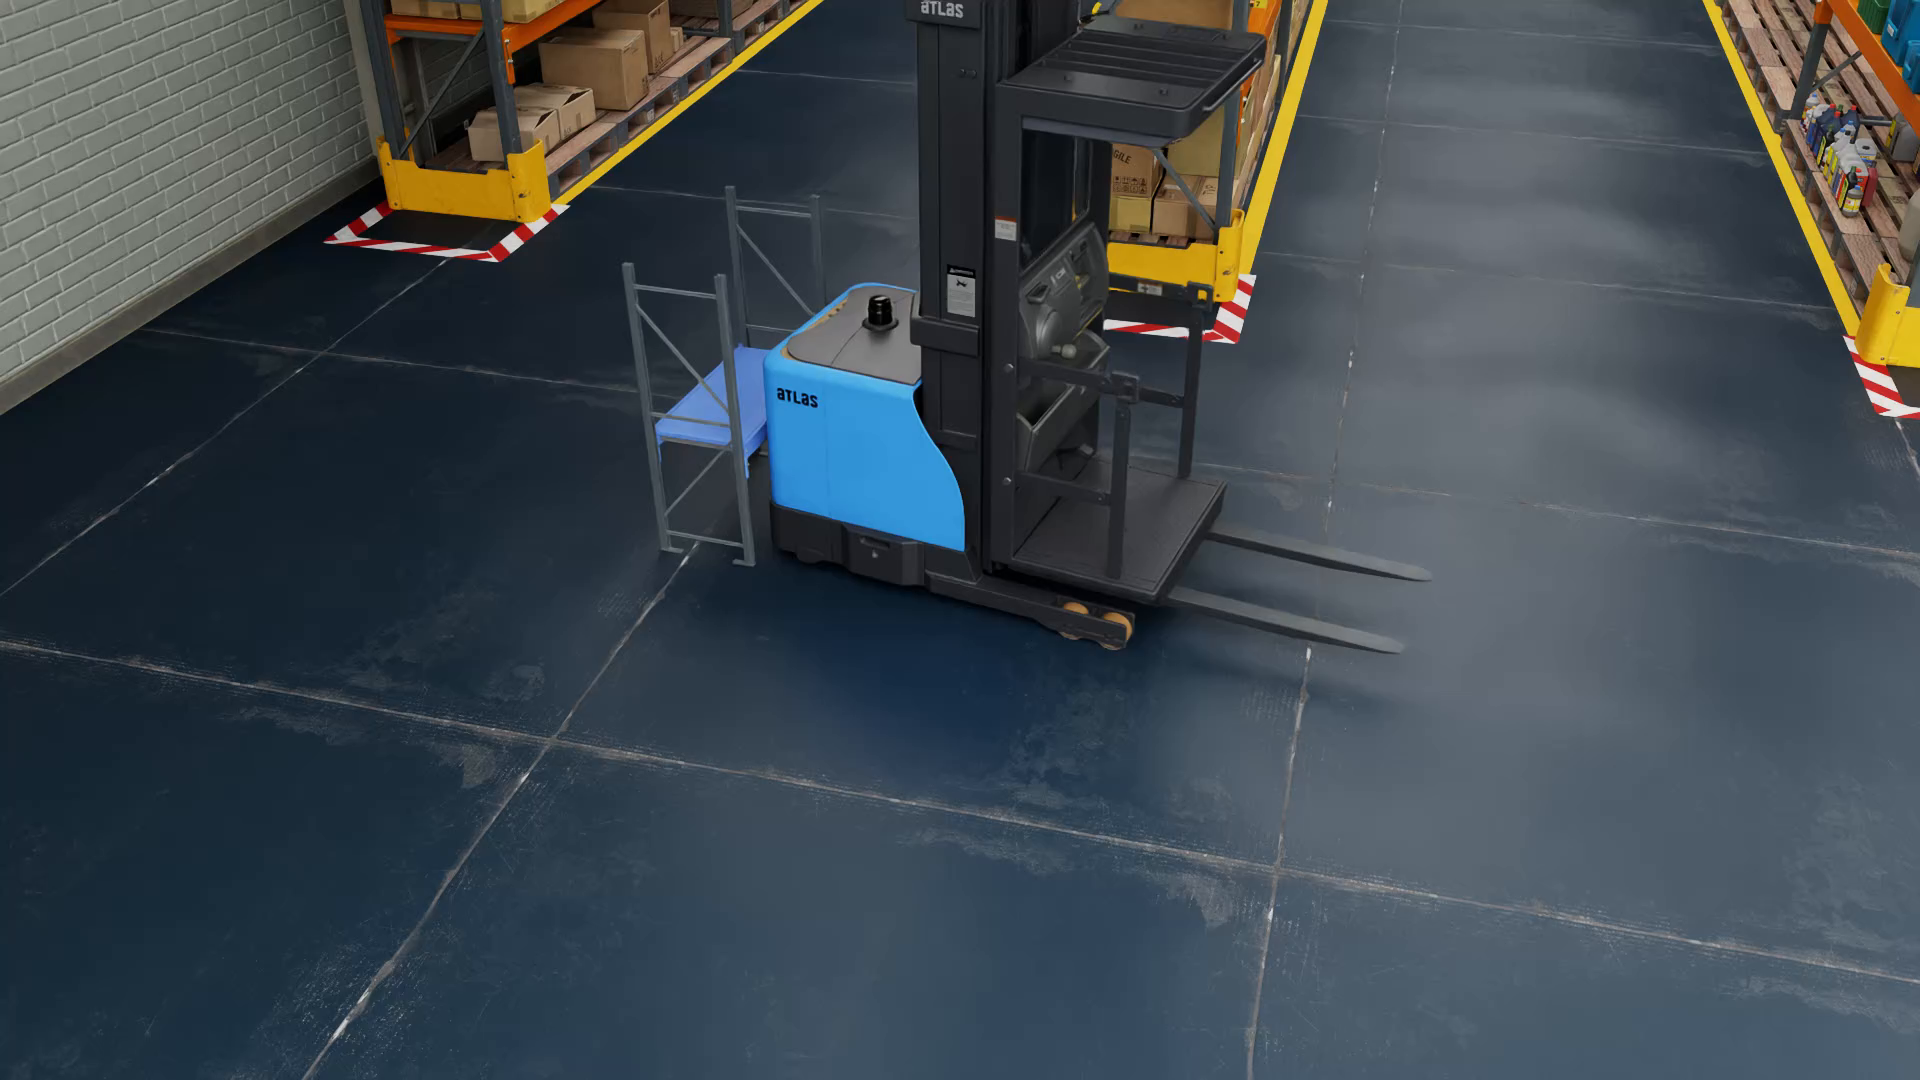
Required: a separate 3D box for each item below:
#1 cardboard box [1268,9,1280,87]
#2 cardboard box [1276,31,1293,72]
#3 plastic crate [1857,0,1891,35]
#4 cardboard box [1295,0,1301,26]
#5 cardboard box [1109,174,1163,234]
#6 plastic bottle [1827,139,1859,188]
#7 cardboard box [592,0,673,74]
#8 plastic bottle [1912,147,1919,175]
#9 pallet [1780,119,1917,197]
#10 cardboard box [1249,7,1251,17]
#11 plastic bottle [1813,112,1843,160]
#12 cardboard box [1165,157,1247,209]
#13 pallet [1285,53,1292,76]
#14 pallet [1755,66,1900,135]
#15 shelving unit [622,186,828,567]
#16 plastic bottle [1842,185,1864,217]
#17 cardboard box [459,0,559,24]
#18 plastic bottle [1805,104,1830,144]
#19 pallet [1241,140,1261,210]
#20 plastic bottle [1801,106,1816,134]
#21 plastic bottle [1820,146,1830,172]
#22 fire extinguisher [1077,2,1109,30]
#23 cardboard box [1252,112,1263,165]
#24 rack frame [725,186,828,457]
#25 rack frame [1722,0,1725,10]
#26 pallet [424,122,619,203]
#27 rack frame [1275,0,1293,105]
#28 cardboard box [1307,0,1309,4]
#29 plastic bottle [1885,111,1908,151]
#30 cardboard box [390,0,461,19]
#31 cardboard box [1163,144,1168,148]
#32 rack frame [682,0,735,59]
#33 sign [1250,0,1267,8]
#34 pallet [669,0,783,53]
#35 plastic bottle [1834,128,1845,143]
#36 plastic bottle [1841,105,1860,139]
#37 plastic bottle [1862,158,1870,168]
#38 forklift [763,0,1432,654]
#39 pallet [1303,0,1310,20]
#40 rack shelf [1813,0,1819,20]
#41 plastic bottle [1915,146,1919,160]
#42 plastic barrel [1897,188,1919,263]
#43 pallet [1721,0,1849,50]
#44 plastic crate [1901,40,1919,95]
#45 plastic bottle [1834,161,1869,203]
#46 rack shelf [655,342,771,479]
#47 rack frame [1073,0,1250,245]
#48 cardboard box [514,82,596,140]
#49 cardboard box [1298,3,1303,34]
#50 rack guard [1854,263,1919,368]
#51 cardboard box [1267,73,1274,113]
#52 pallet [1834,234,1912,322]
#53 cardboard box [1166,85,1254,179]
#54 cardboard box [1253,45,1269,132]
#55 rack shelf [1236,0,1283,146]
[{"bbox_3d":[2.197,-3.843,12.971,0.500,0.500,0.500,8,33,12],"label":"cardboard box"},{"bbox_3d":[2.583,-4.230,14.280,0.500,0.250,0.500,7,33,11],"label":"cardboard box"},{"bbox_3d":[6.414,-3.606,11.324,0.450,0.188,0.662,8,33,12],"label":"plastic crate"},{"bbox_3d":[2.719,-4.731,14.545,0.500,0.311,0.500,8,33,12],"label":"cardboard box"},{"bbox_3d":[1.077,-2.297,11.239,0.500,0.250,0.500,8,33,12],"label":"cardboard box"},{"bbox_3d":[6.222,-2.652,11.684,0.144,0.351,0.185,9,34,14],"label":"plastic bottle"},{"bbox_3d":[-2.776,-4.297,14.133,0.500,0.500,0.500,6,33,9],"label":"cardboard box"},{"bbox_3d":[6.911,-2.761,11.919,0.061,0.283,0.133,8,33,12],"label":"plastic bottle"},{"bbox_3d":[6.821,-2.842,12.523,1.003,0.211,1.213,8,33,12],"label":"pallet"},{"bbox_3d":[1.617,-3.775,11.299,0.700,0.500,0.500,8,33,13],"label":"cardboard box"},{"bbox_3d":[6.377,-2.969,12.183,0.144,0.351,0.185,7,33,10],"label":"plastic bottle"},{"bbox_3d":[1.701,-2.487,11.537,0.500,0.250,0.500,8,33,12],"label":"cardboard box"},{"bbox_3d":[2.391,-4.249,14.736,1.003,0.211,1.213,8,33,12],"label":"pallet"},{"bbox_3d":[7.193,-3.597,13.712,1.003,0.211,1.213,8,33,12],"label":"pallet"},{"bbox_3d":[-1.074,-0.810,8.115,0.538,1.500,1.048,10,34,17],"label":"shelving unit"},{"bbox_3d":[6.059,-2.303,11.275,0.097,0.201,0.097,0,32,0],"label":"plastic bottle"},{"bbox_3d":[-3.135,-3.790,11.536,0.500,0.250,0.500,7,33,11],"label":"cardboard box"},{"bbox_3d":[6.471,-3.120,12.491,0.152,0.276,0.135,9,34,14],"label":"plastic bottle"},{"bbox_3d":[1.691,-2.819,12.487,1.003,0.211,1.213,8,33,12],"label":"pallet"},{"bbox_3d":[6.501,-3.208,12.698,0.097,0.201,0.097,0,32,0],"label":"plastic bottle"},{"bbox_3d":[6.283,-2.762,11.997,0.097,0.201,0.097,0,32,0],"label":"plastic bottle"},{"bbox_3d":[0.747,-2.931,10.137,0.296,0.674,0.183,8,33,12],"label":"fire extinguisher"},{"bbox_3d":[1.960,-3.005,12.353,0.500,0.250,0.500,8,33,12],"label":"cardboard box"},{"bbox_3d":[-0.902,-1.066,8.519,0.500,1.500,0.032,10,34,17],"label":"rack frame"},{"bbox_3d":[8.047,-6.437,15.580,1.000,3.000,0.127,8,33,12],"label":"rack frame"},{"bbox_3d":[-3.307,-2.914,12.637,1.003,0.211,1.213,8,33,12],"label":"pallet"},{"bbox_3d":[2.241,-5.038,13.379,1.000,3.000,0.127,8,33,12],"label":"rack frame"},{"bbox_3d":[3.101,-5.296,15.956,0.500,0.250,0.500,9,33,13],"label":"cardboard box"},{"bbox_3d":[7.008,-3.075,12.351,0.144,0.351,0.185,8,33,12],"label":"plastic bottle"},{"bbox_3d":[-3.635,-3.849,11.629,0.500,0.250,0.500,8,33,13],"label":"cardboard box"},{"bbox_3d":[1.314,-3.135,11.858,0.500,0.500,0.500,8,33,12],"label":"cardboard box"},{"bbox_3d":[-2.551,-5.710,14.436,1.000,3.000,0.127,8,33,12],"label":"rack frame"},{"bbox_3d":[1.762,-3.282,9.736,0.100,0.325,0.005,8,33,12],"label":"sign"},{"bbox_3d":[-2.355,-4.938,15.820,1.003,0.211,1.213,8,33,12],"label":"pallet"},{"bbox_3d":[6.376,-2.854,12.076,0.097,0.271,0.097,0,32,0],"label":"plastic bottle"},{"bbox_3d":[6.565,-3.047,12.306,0.144,0.351,0.185,8,33,12],"label":"plastic bottle"},{"bbox_3d":[6.350,-2.595,11.734,0.097,0.201,0.097,0,32,0],"label":"plastic bottle"},{"bbox_3d":[0.642,-1.068,7.199,3.031,2.935,1.130,14,35,21],"label":"forklift"},{"bbox_3d":[3.010,-5.515,16.728,1.003,0.211,1.213,8,33,12],"label":"pallet"},{"bbox_3d":[7.539,-5.096,14.140,1.077,0.370,4.000,8,33,12],"label":"rack shelf"},{"bbox_3d":[7.098,-2.956,12.163,0.144,0.351,0.185,6,33,10],"label":"plastic bottle"},{"bbox_3d":[6.237,-2.025,10.567,0.421,0.512,0.421,0,32,0],"label":"plastic barrel"},{"bbox_3d":[7.813,-4.864,15.704,1.003,0.211,1.213,8,33,12],"label":"pallet"},{"bbox_3d":[6.024,-2.860,10.091,0.499,0.251,0.408,8,33,12],"label":"plastic crate"},{"bbox_3d":[6.149,-2.462,11.455,0.152,0.276,0.135,8,33,13],"label":"plastic bottle"},{"bbox_3d":[-1.070,-0.657,8.210,0.538,0.185,1.000,10,34,17],"label":"rack shelf"},{"bbox_3d":[1.226,-2.962,10.113,1.000,3.000,0.127,8,33,12],"label":"rack frame"},{"bbox_3d":[-3.159,-3.328,12.785,0.500,0.311,0.500,11,34,16],"label":"cardboard box"},{"bbox_3d":[2.843,-4.764,15.120,0.500,0.250,0.500,7,33,11],"label":"cardboard box"},{"bbox_3d":[5.990,-1.277,9.792,1.175,0.500,0.348,8,33,12],"label":"rack guard"},{"bbox_3d":[2.199,-3.526,13.172,0.500,0.250,0.500,8,33,12],"label":"cardboard box"},{"bbox_3d":[6.202,-1.576,10.532,1.003,0.211,1.213,8,33,12],"label":"pallet"},{"bbox_3d":[1.703,-2.803,11.336,0.500,0.500,0.500,8,33,12],"label":"cardboard box"},{"bbox_3d":[1.961,-3.321,12.151,0.500,0.500,0.500,8,33,12],"label":"cardboard box"},{"bbox_3d":[1.734,-3.696,11.939,1.077,0.370,4.000,8,33,12],"label":"rack shelf"}]
